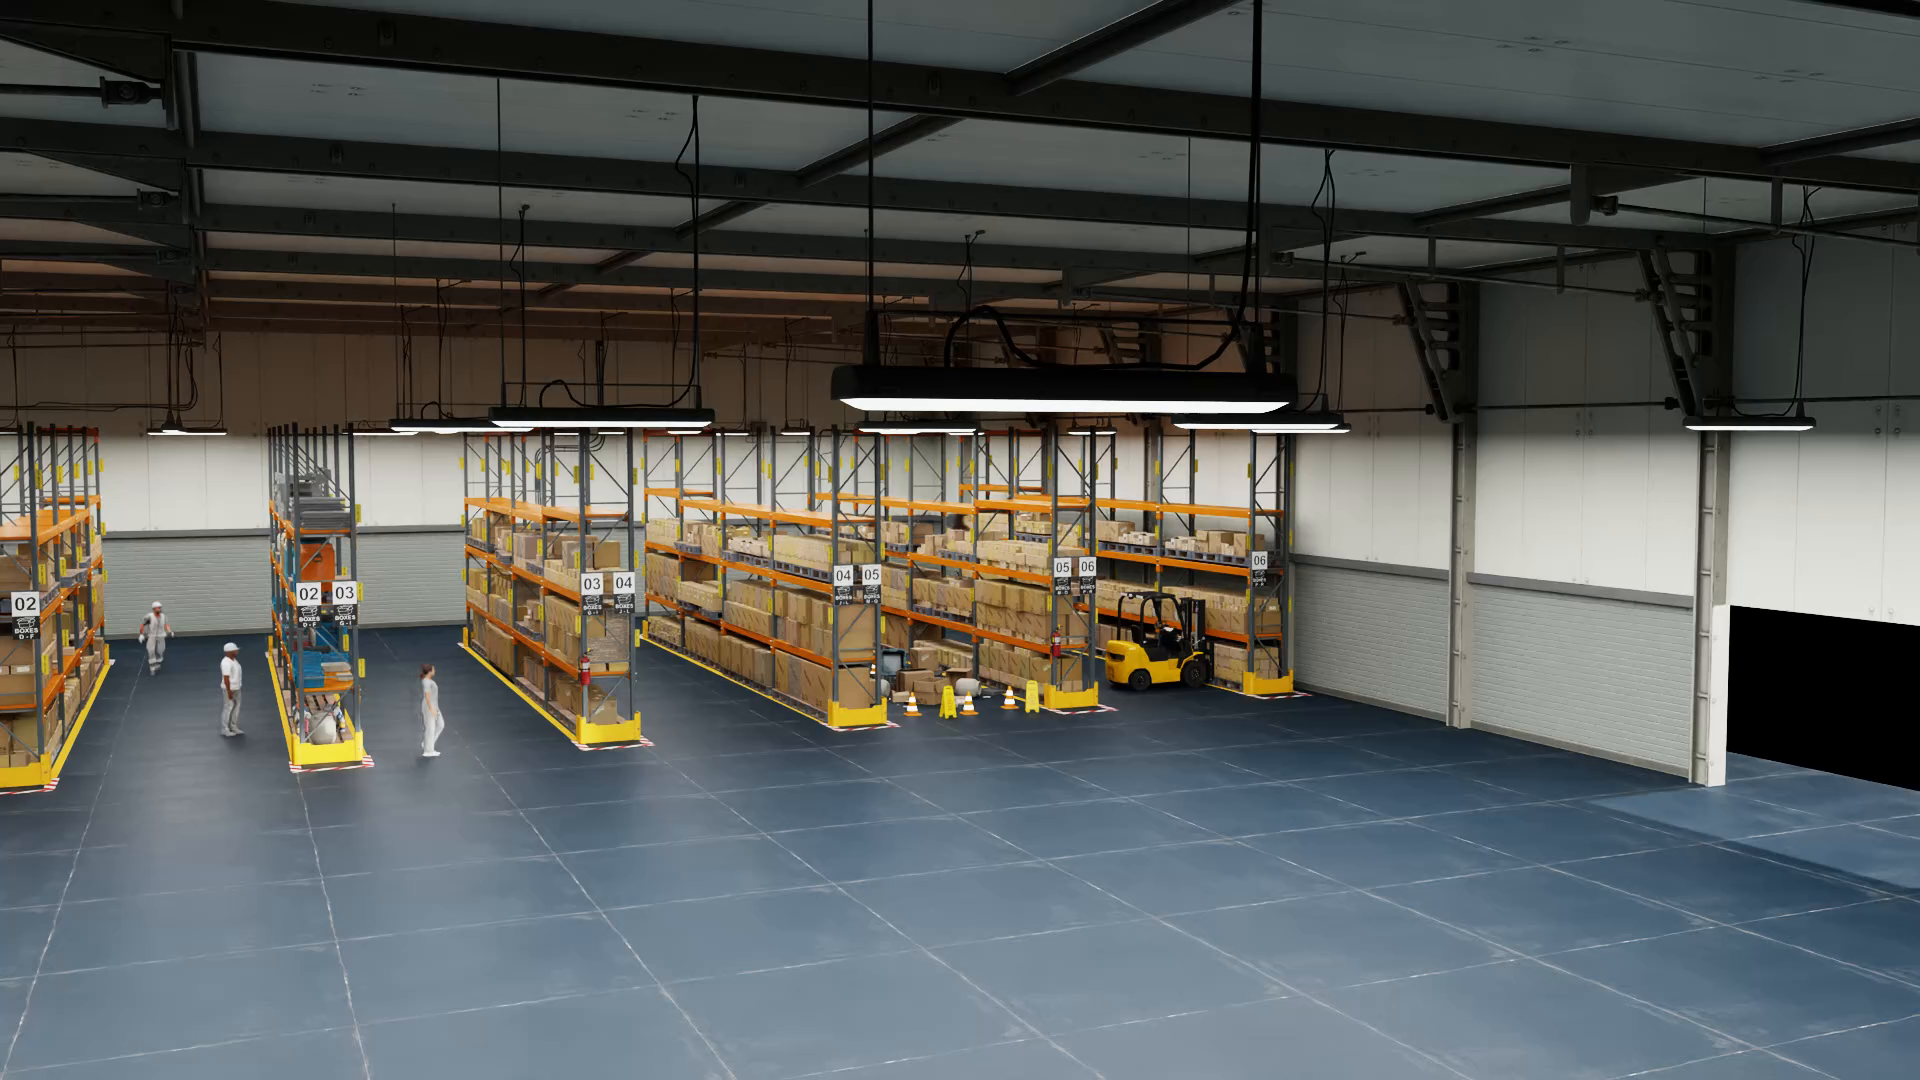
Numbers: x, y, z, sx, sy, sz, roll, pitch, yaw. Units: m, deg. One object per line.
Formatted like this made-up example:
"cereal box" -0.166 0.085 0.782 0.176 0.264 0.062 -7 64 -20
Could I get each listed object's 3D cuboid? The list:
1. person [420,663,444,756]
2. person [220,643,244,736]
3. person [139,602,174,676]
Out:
"person" -9.592 3.057 30.050 0.425 1.672 0.524 0 3 -2
"person" -14.061 2.871 32.110 0.373 1.778 0.621 0 3 4
"person" -19.586 2.409 40.539 0.769 1.812 0.877 -1 4 -23
